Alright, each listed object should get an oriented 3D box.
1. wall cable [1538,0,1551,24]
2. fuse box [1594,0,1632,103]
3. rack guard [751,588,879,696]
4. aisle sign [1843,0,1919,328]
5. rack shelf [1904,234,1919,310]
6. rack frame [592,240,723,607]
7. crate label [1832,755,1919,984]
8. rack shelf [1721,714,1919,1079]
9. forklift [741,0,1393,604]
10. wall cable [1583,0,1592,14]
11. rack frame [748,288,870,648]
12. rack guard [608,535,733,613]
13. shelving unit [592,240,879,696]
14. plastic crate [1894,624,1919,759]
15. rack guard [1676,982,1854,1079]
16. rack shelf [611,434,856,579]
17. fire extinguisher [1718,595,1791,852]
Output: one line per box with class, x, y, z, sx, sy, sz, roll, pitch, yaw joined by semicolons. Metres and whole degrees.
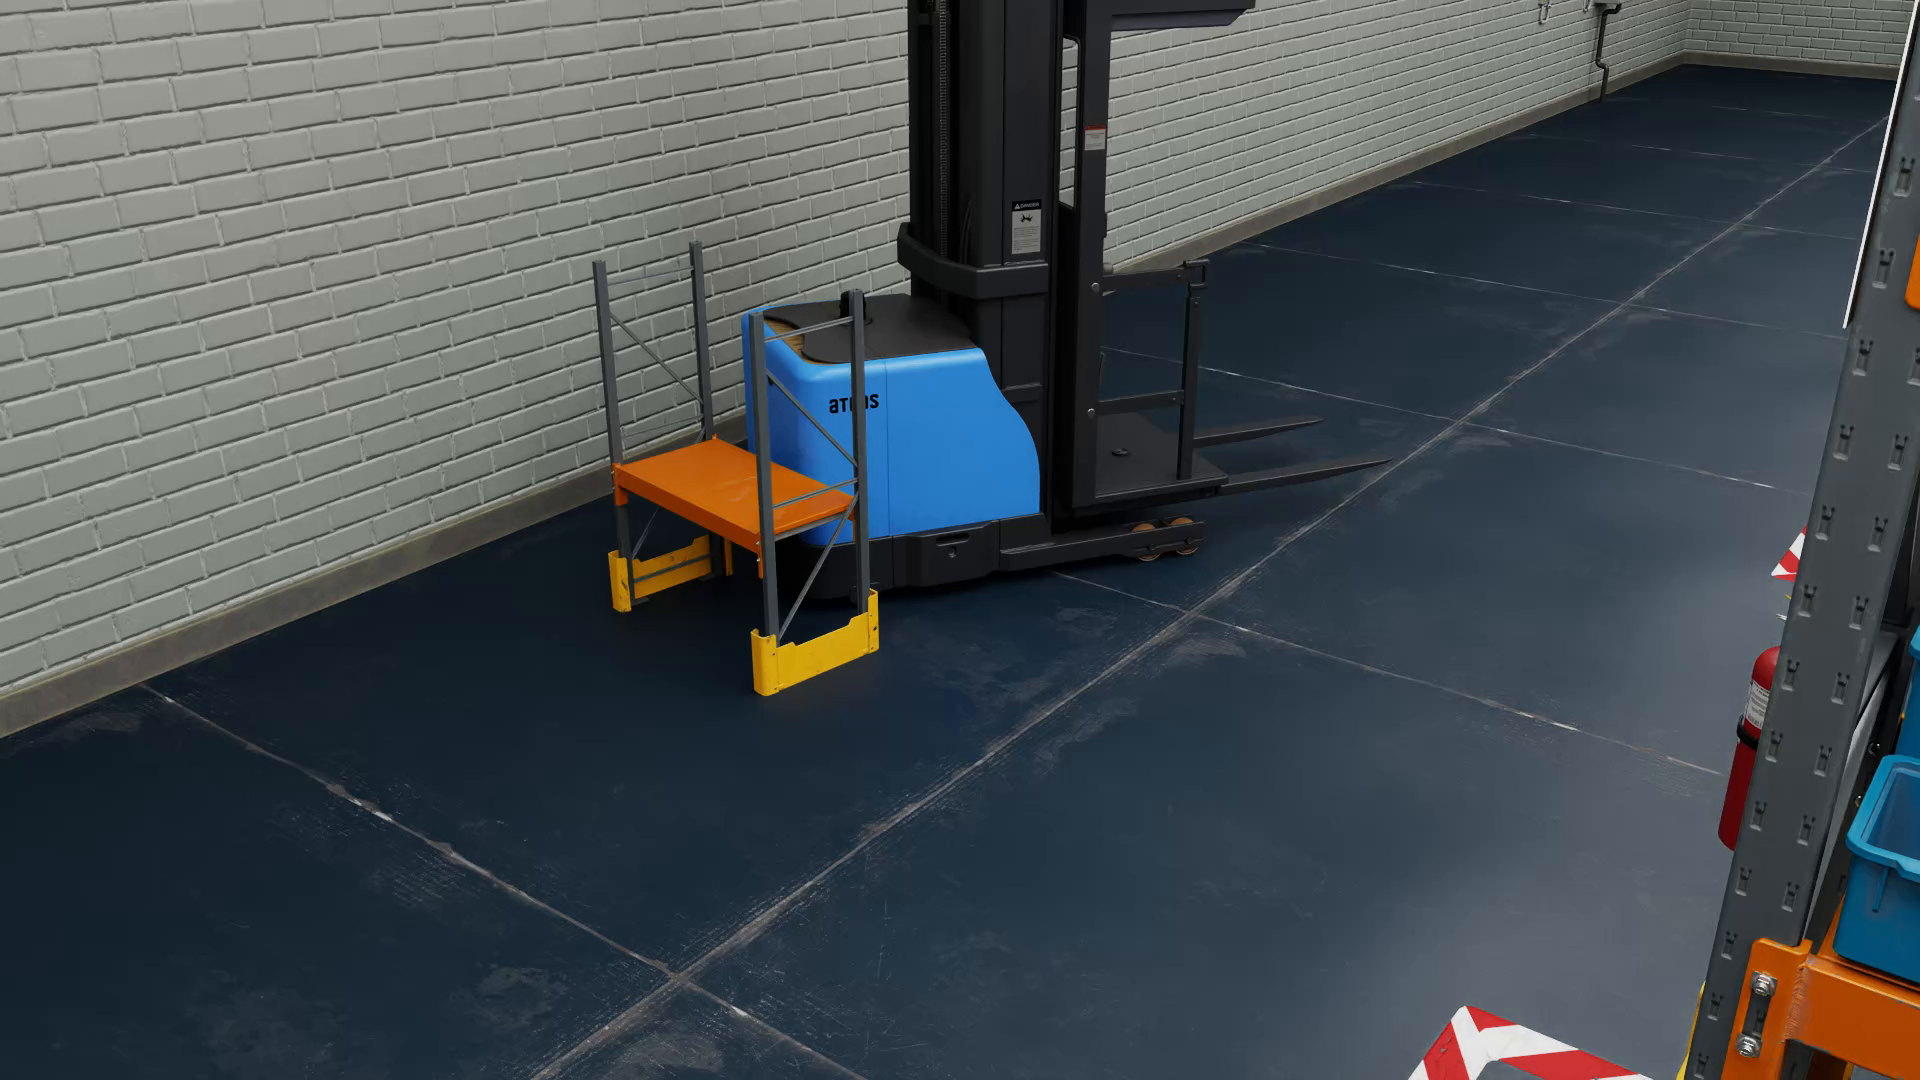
wall cable;6.075;-6.263;16.946;0.123;1.953;0.585;17;29;33
fuse box;7.452;-5.837;18.875;0.414;1.711;0.539;17;29;33
rack guard;-0.563;0.395;6.542;0.587;0.250;0.087;-21;31;-39
aisle sign;1.452;-0.744;2.493;0.004;0.787;0.394;17;29;33
rack shelf;3.288;-0.192;1.638;4.000;0.370;1.077;17;29;33
rack frame;-1.247;-0.469;6.954;0.500;1.500;0.032;-21;31;-39
crate label;1.688;0.583;2.841;0.303;0.233;0.416;17;29;33
rack shelf;3.288;1.180;2.243;4.000;0.370;1.077;17;29;33
forklift;0.579;-1.433;7.368;3.031;2.935;1.130;-9;25;-20
wall cable;6.917;-6.709;17.997;0.122;1.984;0.588;17;29;33
rack frame;-0.550;-0.171;6.277;0.500;1.500;0.032;-21;31;-39
rack guard;-1.246;0.103;7.205;0.587;0.250;0.087;-21;31;-39
shelving unit;-0.905;-0.323;6.621;0.587;1.500;1.083;-21;31;-39
plastic crate;2.067;0.345;3.129;0.499;0.435;0.616;17;29;33
rack guard;1.661;1.510;3.703;0.348;0.500;1.175;17;29;33
rack shelf;-0.898;-0.155;6.688;0.538;0.185;1.000;-21;31;-39
fire extinguisher;1.839;0.390;3.702;0.183;0.674;0.296;17;29;33
